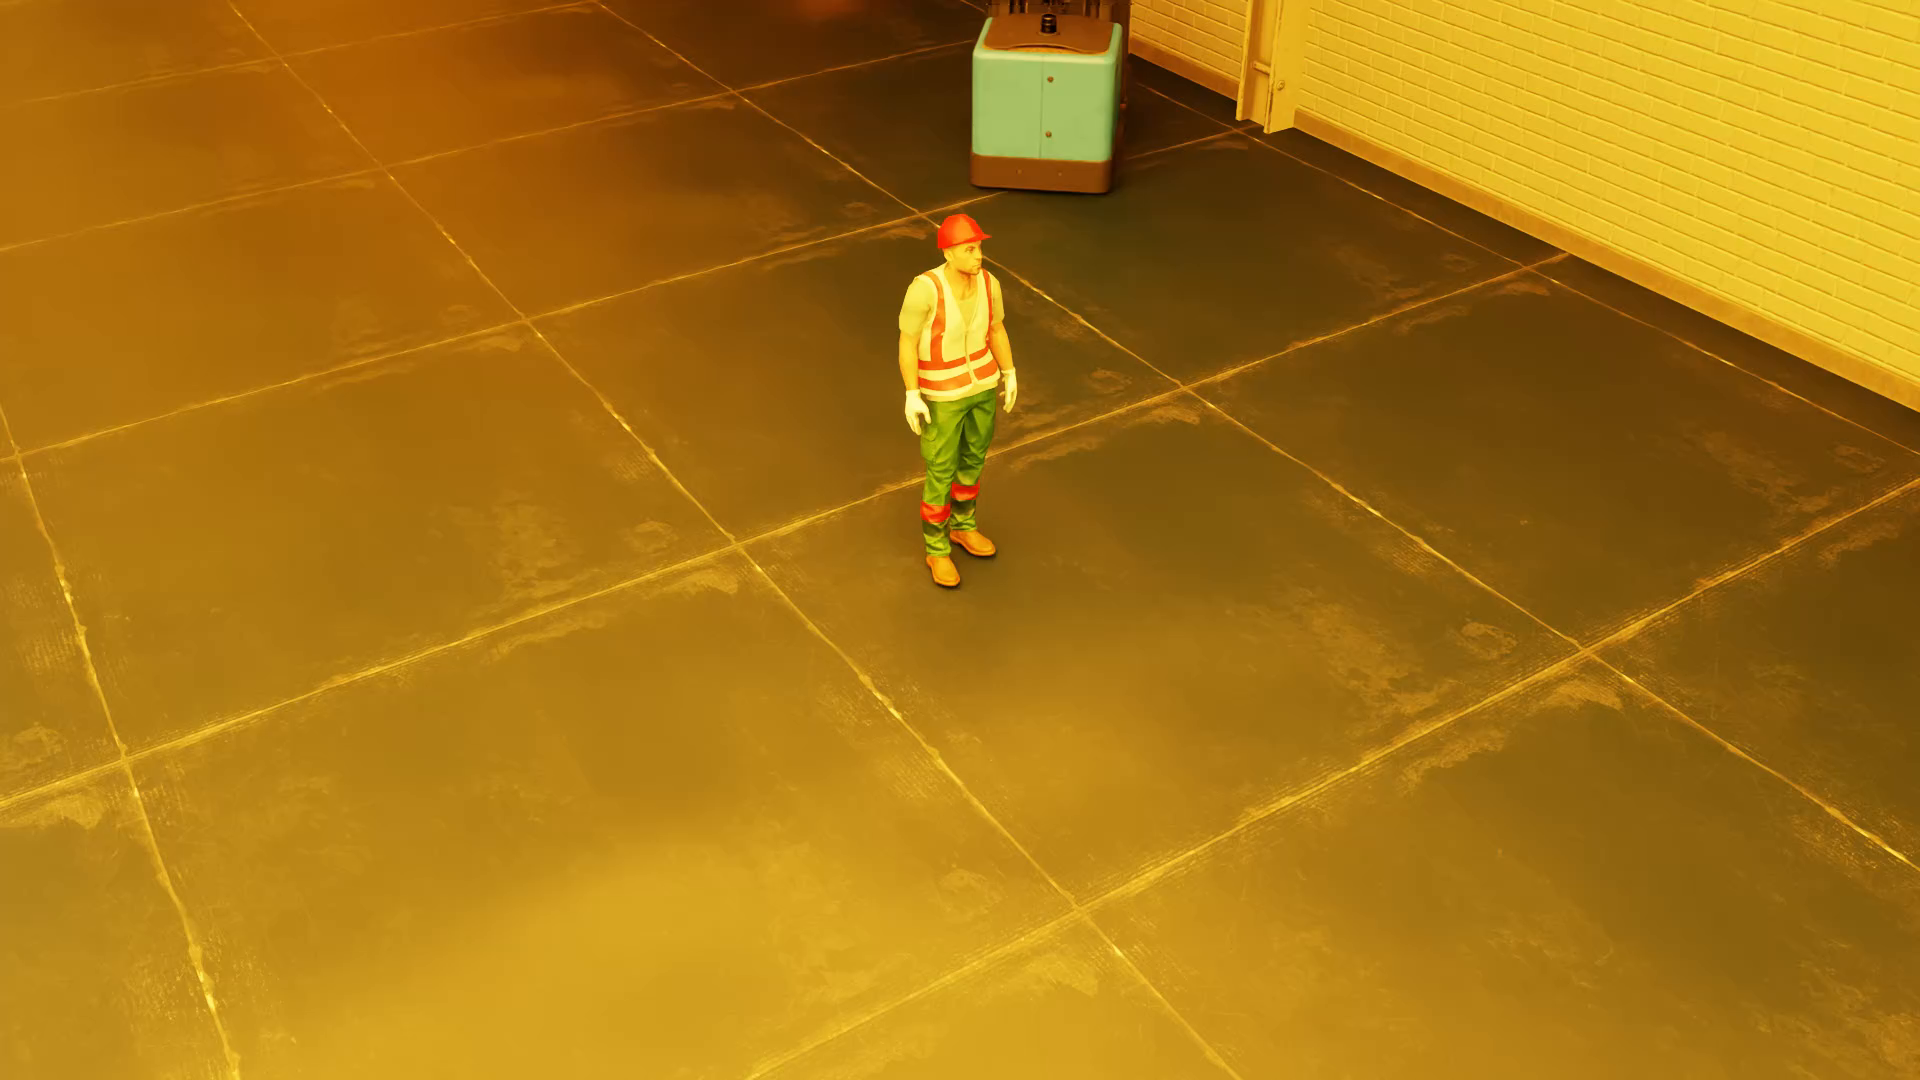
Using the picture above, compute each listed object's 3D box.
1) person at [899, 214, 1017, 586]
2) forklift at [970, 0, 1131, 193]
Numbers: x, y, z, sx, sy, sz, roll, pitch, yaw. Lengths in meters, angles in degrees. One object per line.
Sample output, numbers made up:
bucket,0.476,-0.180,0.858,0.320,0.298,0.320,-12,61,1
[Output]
person,0.033,-0.696,8.118,0.637,1.787,0.564,-21,40,-27
forklift,0.795,-4.577,12.662,1.130,2.935,3.031,5,35,7
